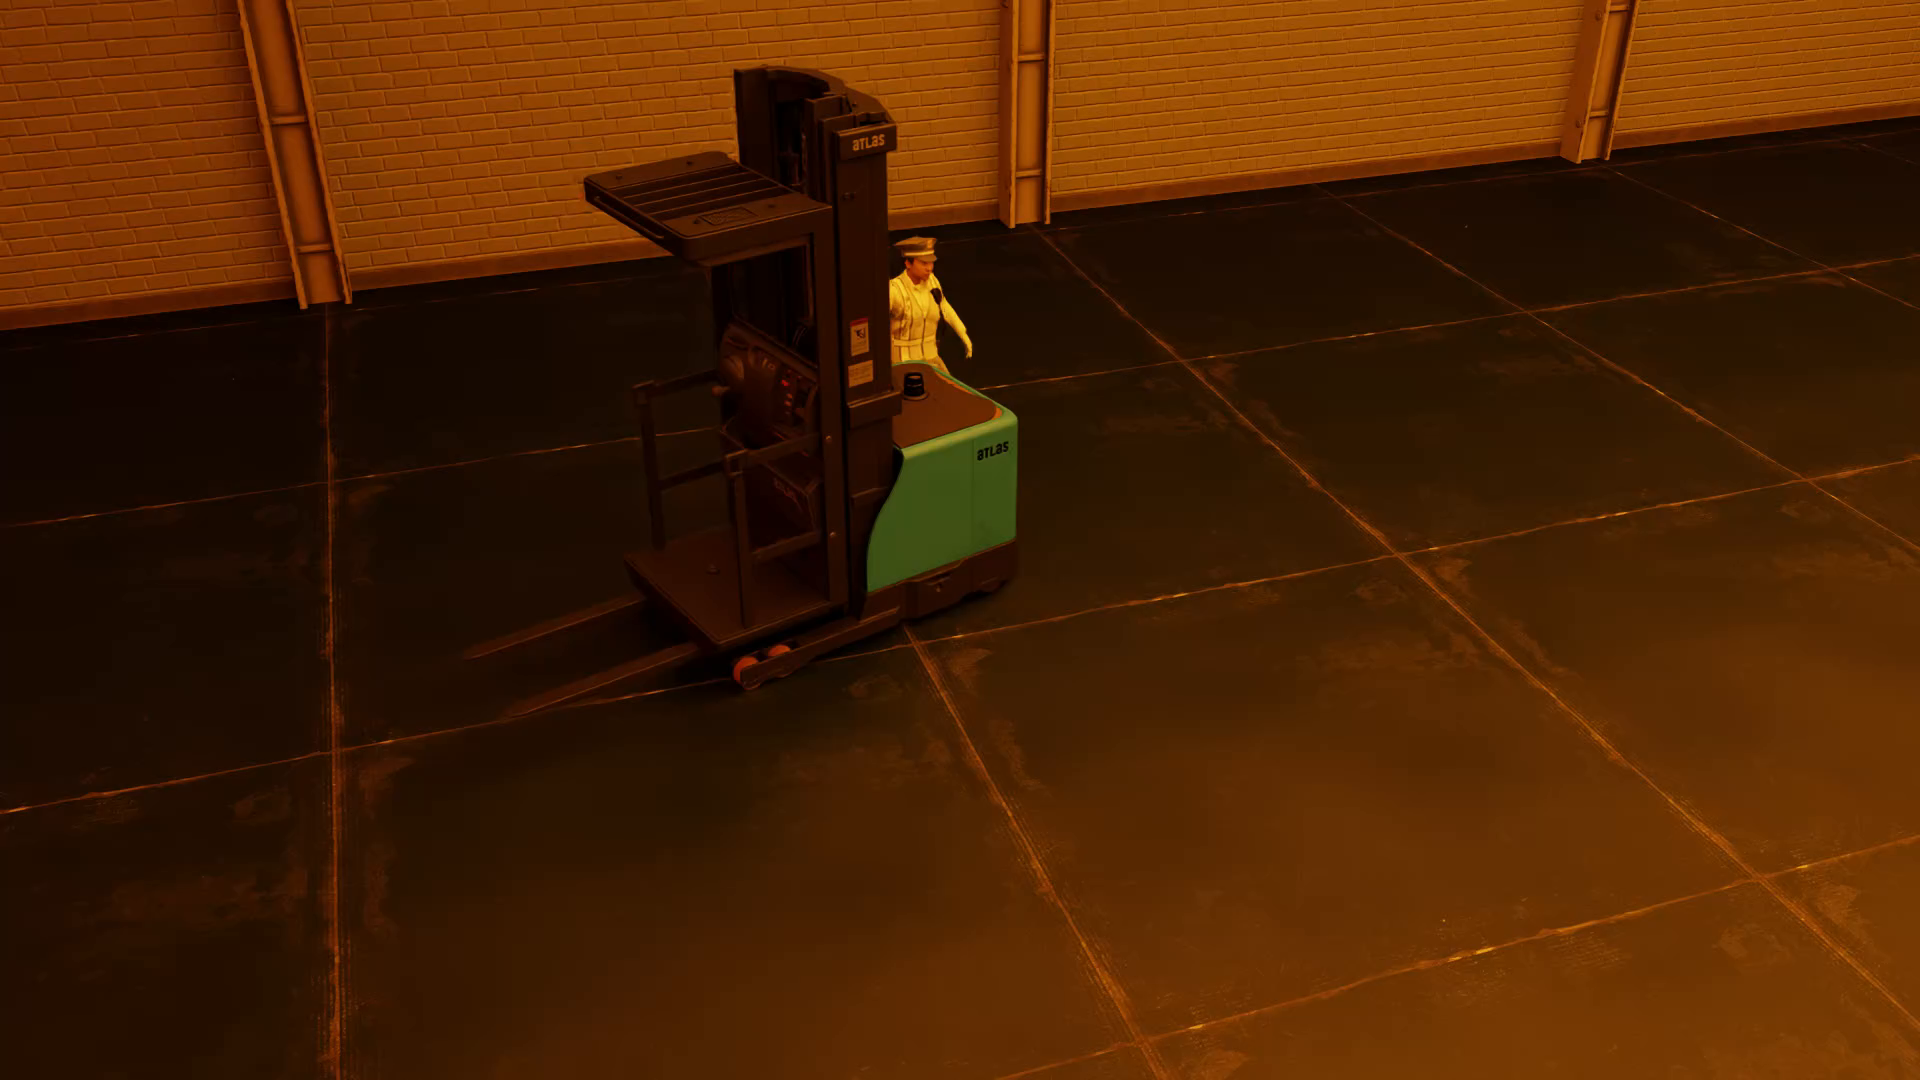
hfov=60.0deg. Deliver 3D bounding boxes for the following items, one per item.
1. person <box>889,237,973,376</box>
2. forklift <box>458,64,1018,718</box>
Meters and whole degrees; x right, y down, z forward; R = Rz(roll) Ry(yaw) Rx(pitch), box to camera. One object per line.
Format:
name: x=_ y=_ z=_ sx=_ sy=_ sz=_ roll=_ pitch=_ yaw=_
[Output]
person: x=-0.215 y=-1.079 z=10.289 sx=0.822 sy=1.631 sz=0.529 roll=-24 pitch=37 yaw=-35
forklift: x=-1.160 y=-0.791 z=8.462 sx=3.031 sy=2.935 sz=1.130 roll=-20 pitch=35 yaw=-30
